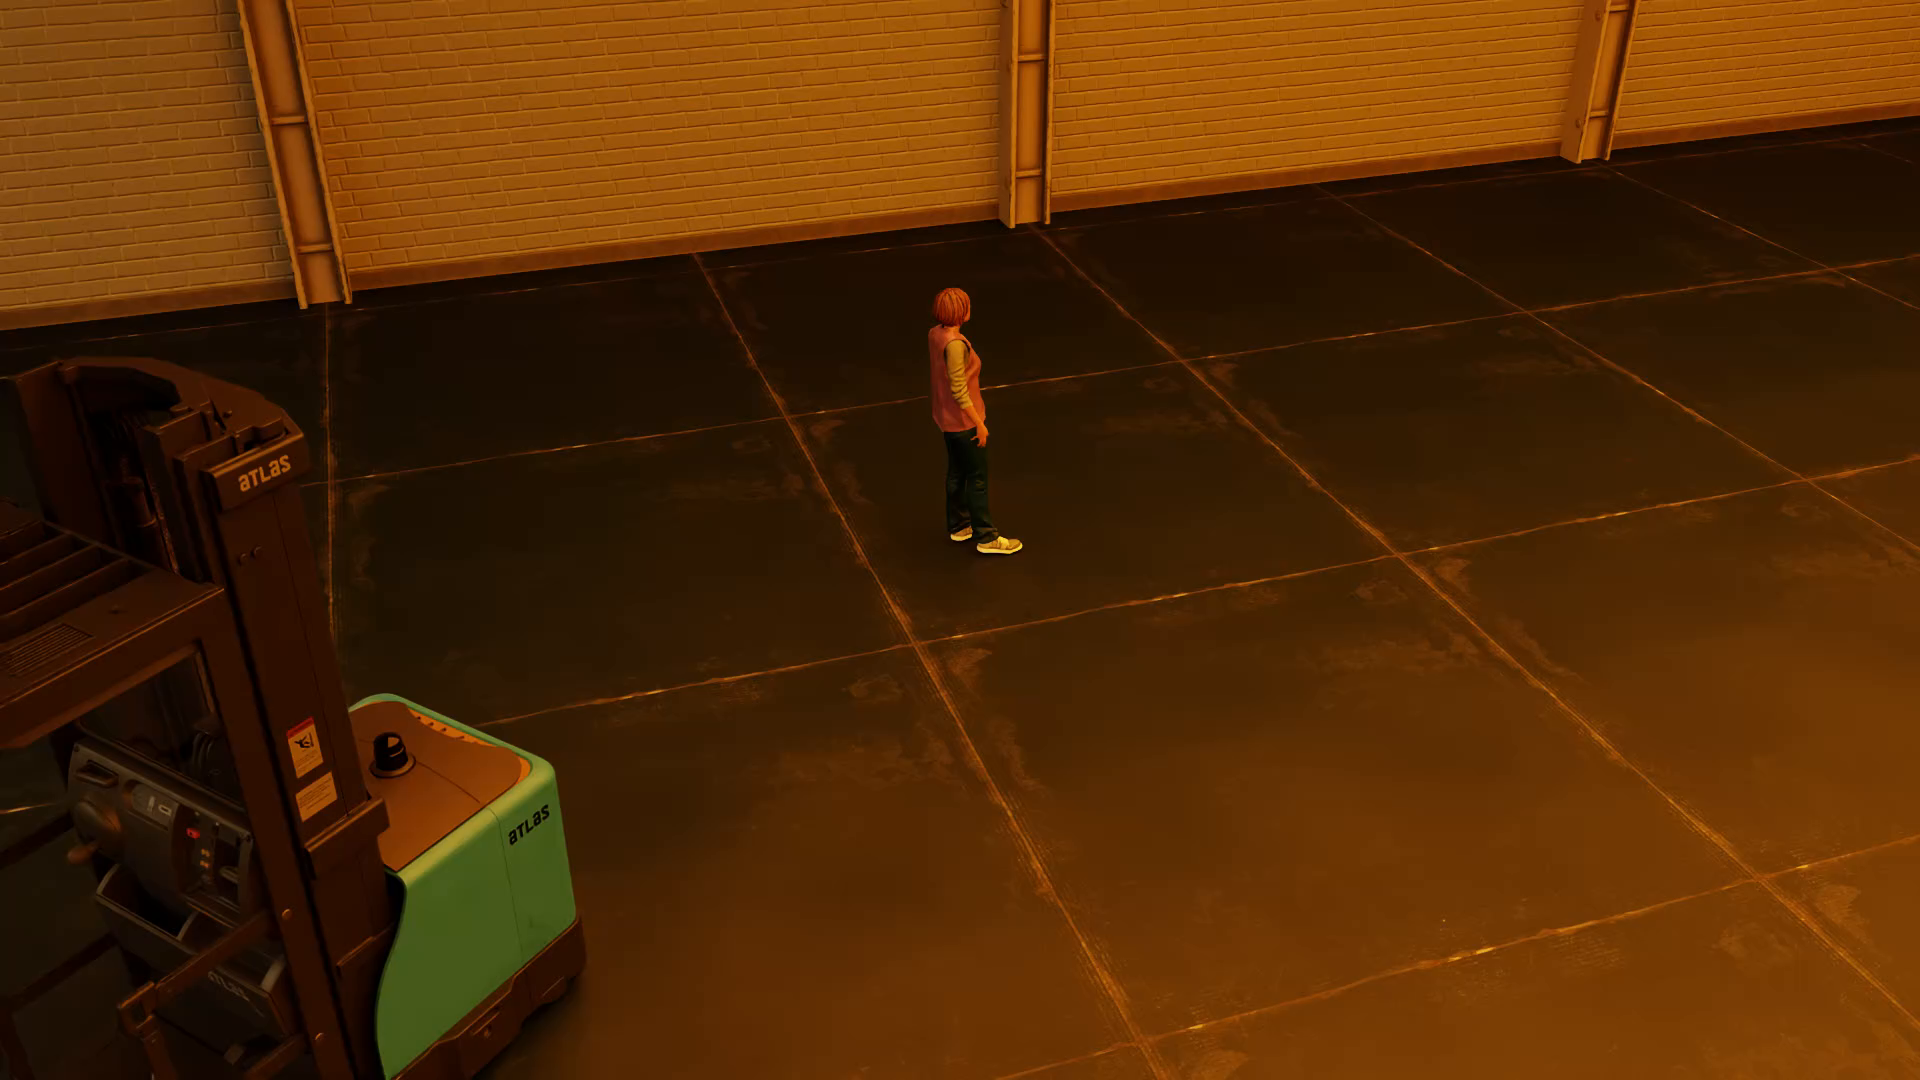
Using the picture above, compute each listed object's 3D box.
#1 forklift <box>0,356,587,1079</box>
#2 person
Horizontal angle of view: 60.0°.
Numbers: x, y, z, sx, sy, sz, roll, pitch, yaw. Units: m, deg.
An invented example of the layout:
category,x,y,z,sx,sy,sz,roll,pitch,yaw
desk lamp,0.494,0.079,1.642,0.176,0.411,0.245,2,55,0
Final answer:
category,x,y,z,sx,sy,sz,roll,pitch,yaw
forklift,-2.741,1.018,5.318,1.130,2.935,3.031,17,34,27
person,0.074,-0.704,9.632,0.476,1.597,0.520,-10,31,-16
